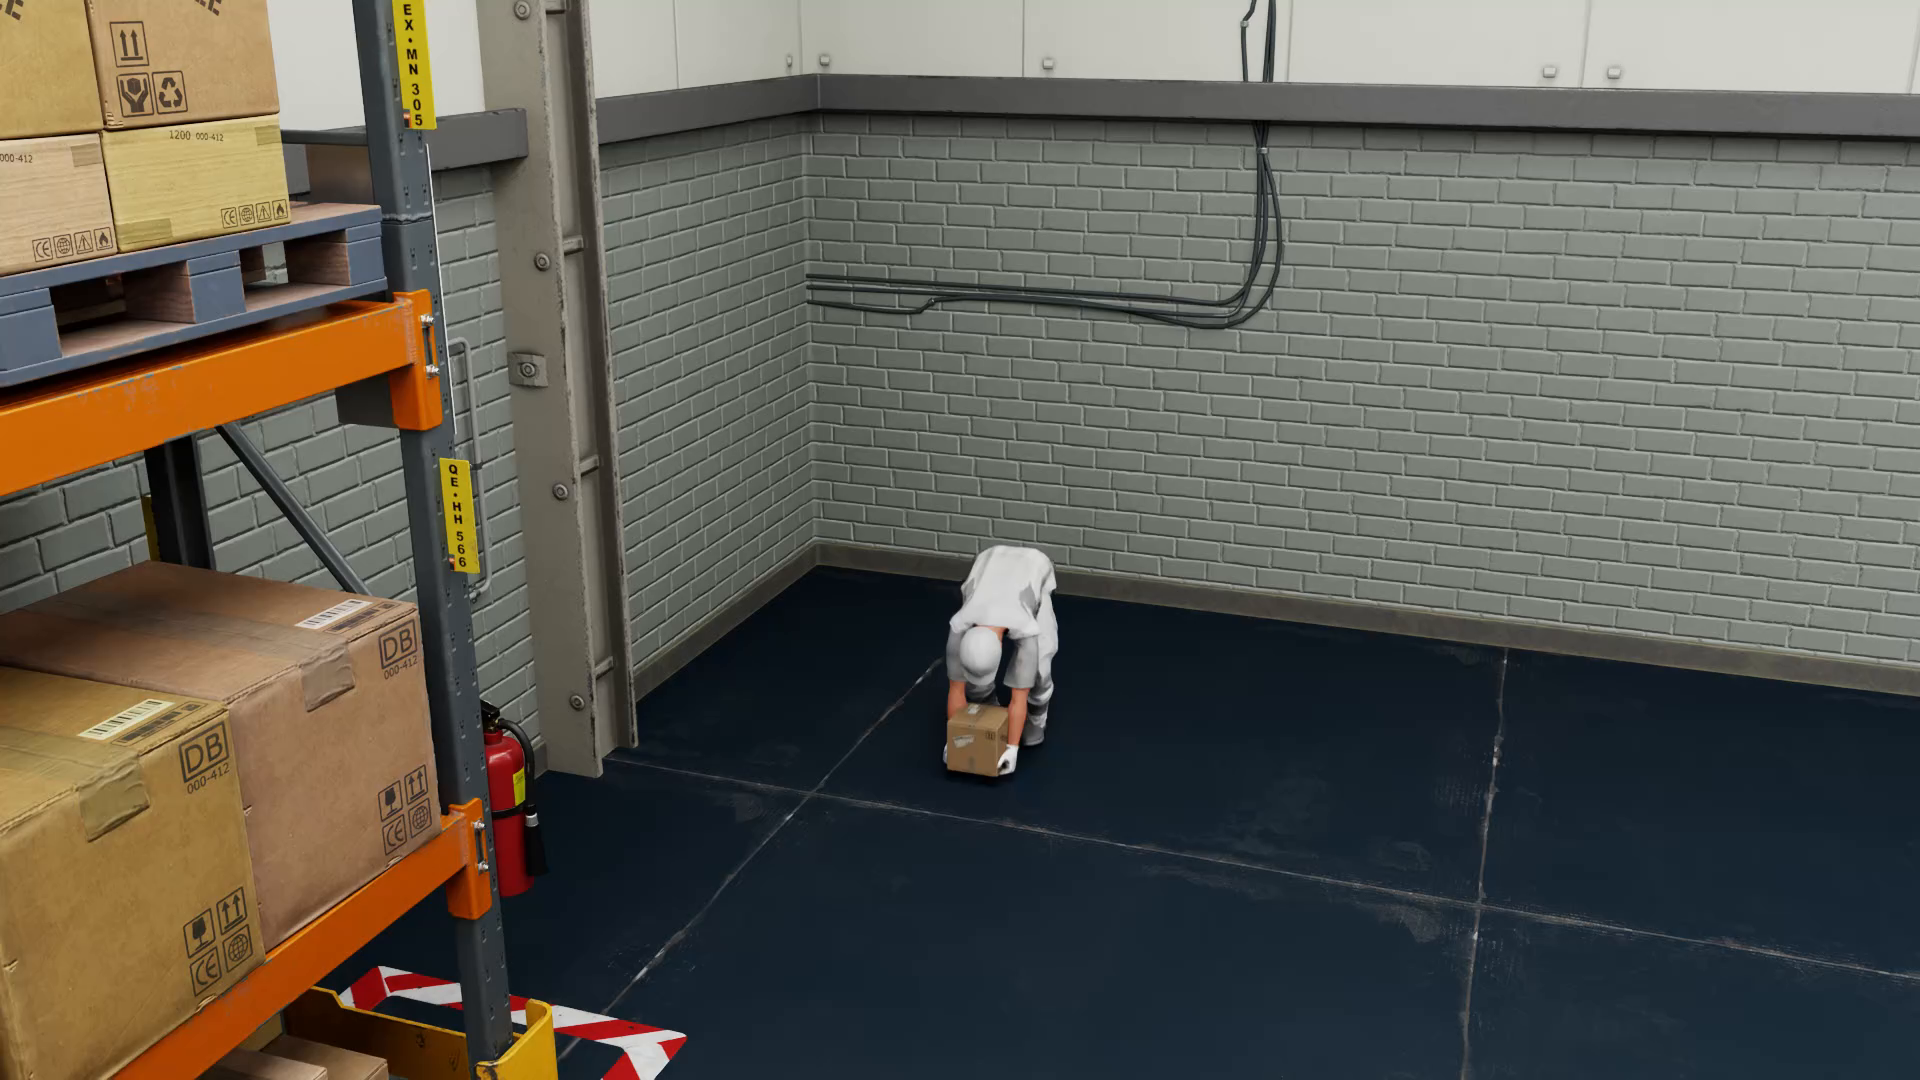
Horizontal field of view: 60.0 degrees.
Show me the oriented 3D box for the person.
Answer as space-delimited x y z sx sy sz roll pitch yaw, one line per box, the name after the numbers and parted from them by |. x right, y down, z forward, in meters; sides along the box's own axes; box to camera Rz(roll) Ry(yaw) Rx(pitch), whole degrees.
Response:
0.195 0.573 8.090 0.533 0.970 0.948 5 19 16 | person
